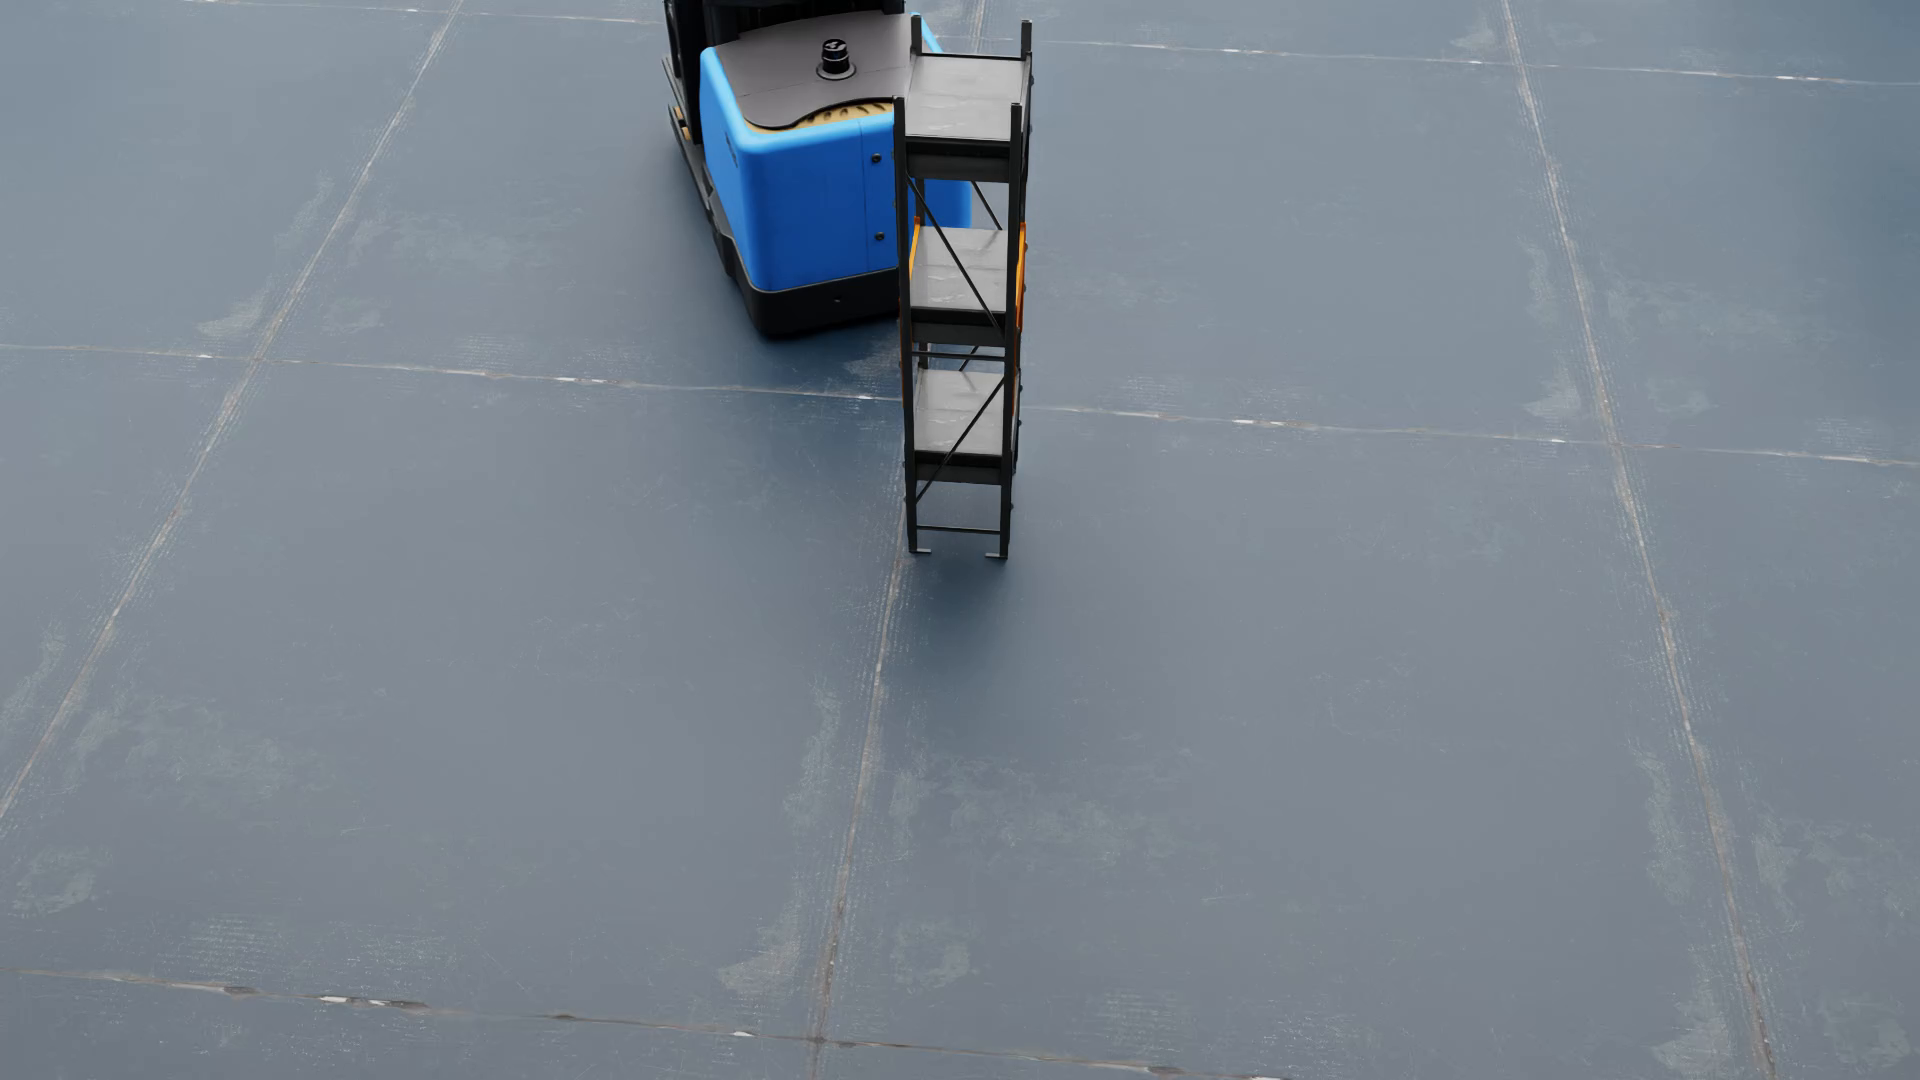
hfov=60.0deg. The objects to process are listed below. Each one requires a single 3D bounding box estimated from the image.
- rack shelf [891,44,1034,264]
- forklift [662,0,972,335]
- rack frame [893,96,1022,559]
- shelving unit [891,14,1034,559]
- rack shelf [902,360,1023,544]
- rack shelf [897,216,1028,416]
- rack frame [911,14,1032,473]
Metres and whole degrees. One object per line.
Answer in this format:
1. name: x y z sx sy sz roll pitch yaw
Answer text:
1. rack shelf: 0.015 -1.294 5.580 0.431 0.518 0.480 4 48 4
2. forklift: -0.873 -3.028 7.533 1.130 2.935 3.031 -14 49 -12
3. rack frame: -0.007 -0.651 5.922 0.400 2.100 0.015 4 48 4
4. shelving unit: 0.015 -0.830 6.086 0.431 2.100 0.503 4 48 4
5. rack shelf: 0.015 -0.349 6.613 0.431 0.518 0.480 4 48 4
6. rack shelf: 0.015 -0.821 6.097 0.431 0.518 0.480 4 48 4
7. rack frame: 0.037 -1.010 6.250 0.400 2.100 0.015 4 48 4
